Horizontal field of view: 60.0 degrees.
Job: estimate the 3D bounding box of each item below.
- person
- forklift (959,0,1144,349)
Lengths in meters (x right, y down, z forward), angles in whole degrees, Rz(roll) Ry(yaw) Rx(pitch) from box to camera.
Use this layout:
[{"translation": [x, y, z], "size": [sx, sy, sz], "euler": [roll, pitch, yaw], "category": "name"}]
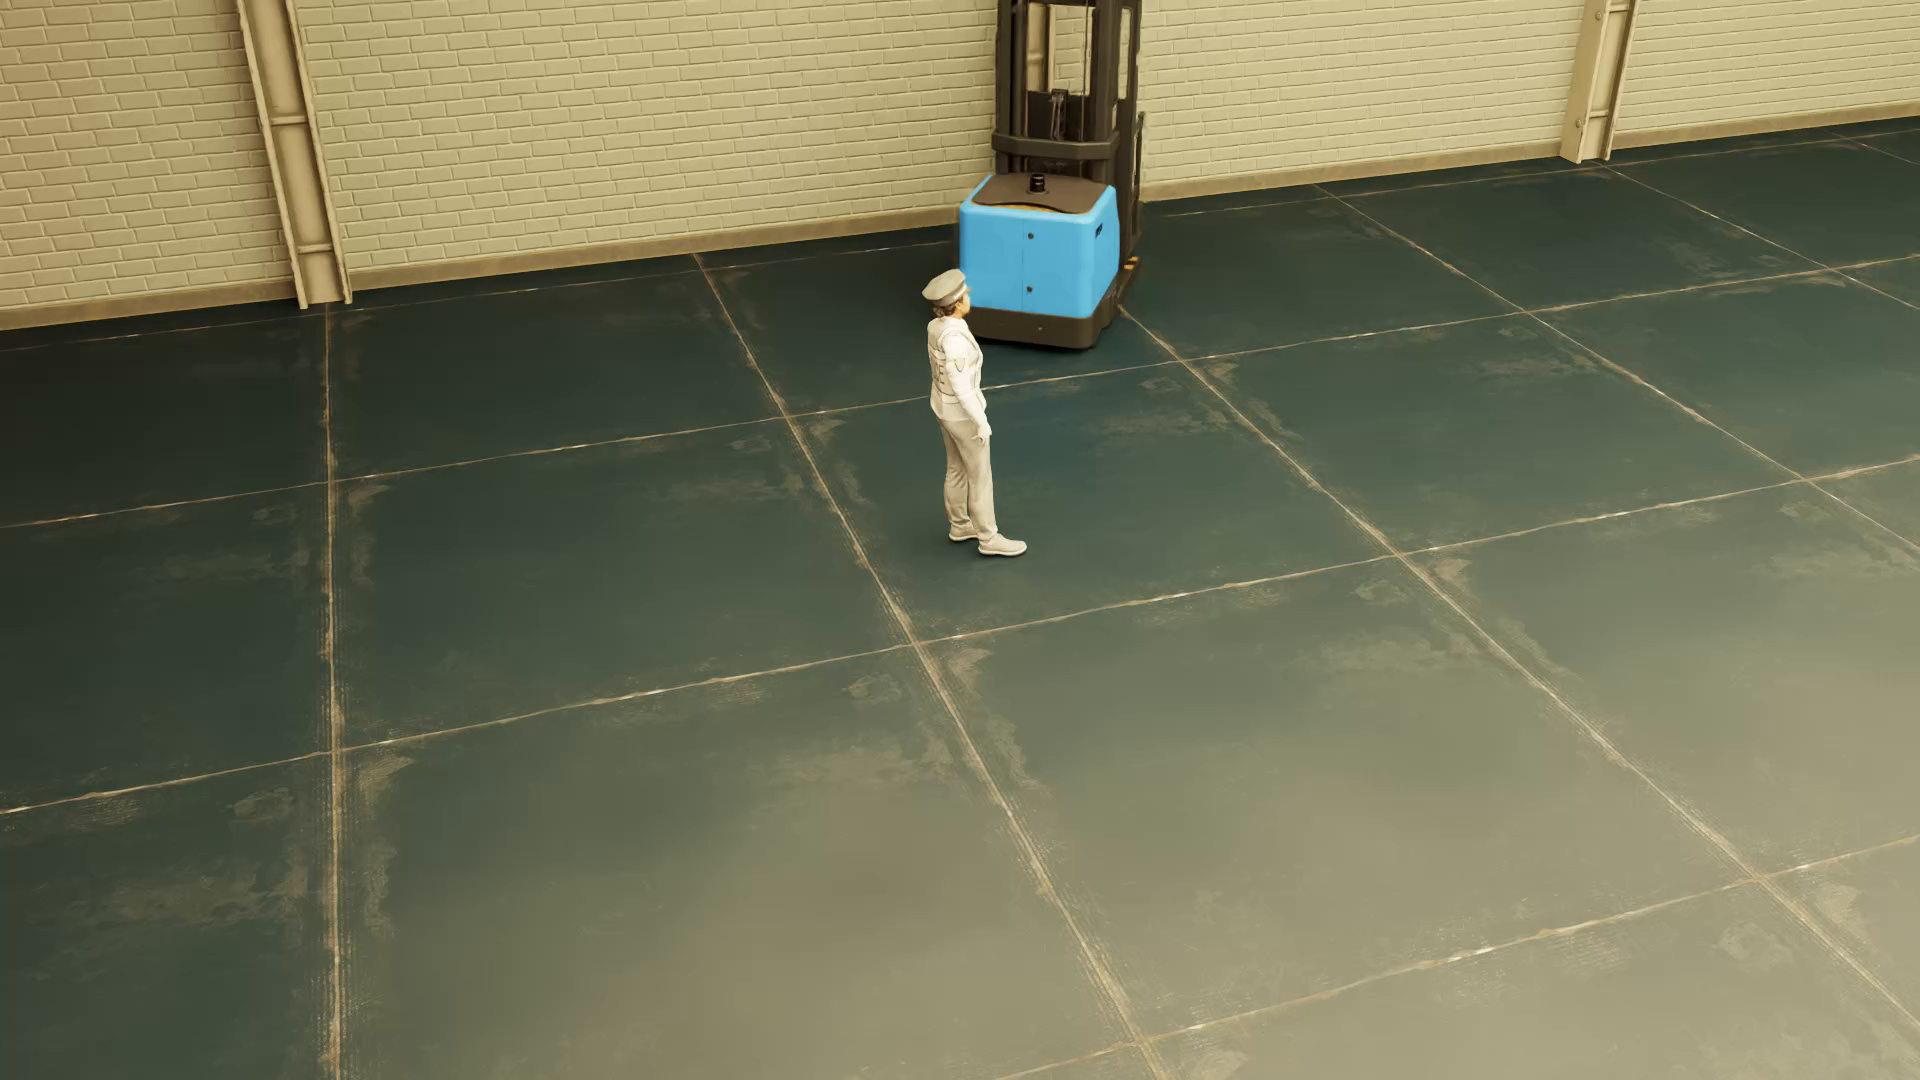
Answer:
[{"translation": [0.068, -0.748, 9.613], "size": [0.530, 1.694, 0.586], "euler": [-10, 31, -16], "category": "person"}, {"translation": [0.883, -3.415, 13.022], "size": [1.130, 2.935, 3.031], "euler": [8, 31, 14], "category": "forklift"}]
